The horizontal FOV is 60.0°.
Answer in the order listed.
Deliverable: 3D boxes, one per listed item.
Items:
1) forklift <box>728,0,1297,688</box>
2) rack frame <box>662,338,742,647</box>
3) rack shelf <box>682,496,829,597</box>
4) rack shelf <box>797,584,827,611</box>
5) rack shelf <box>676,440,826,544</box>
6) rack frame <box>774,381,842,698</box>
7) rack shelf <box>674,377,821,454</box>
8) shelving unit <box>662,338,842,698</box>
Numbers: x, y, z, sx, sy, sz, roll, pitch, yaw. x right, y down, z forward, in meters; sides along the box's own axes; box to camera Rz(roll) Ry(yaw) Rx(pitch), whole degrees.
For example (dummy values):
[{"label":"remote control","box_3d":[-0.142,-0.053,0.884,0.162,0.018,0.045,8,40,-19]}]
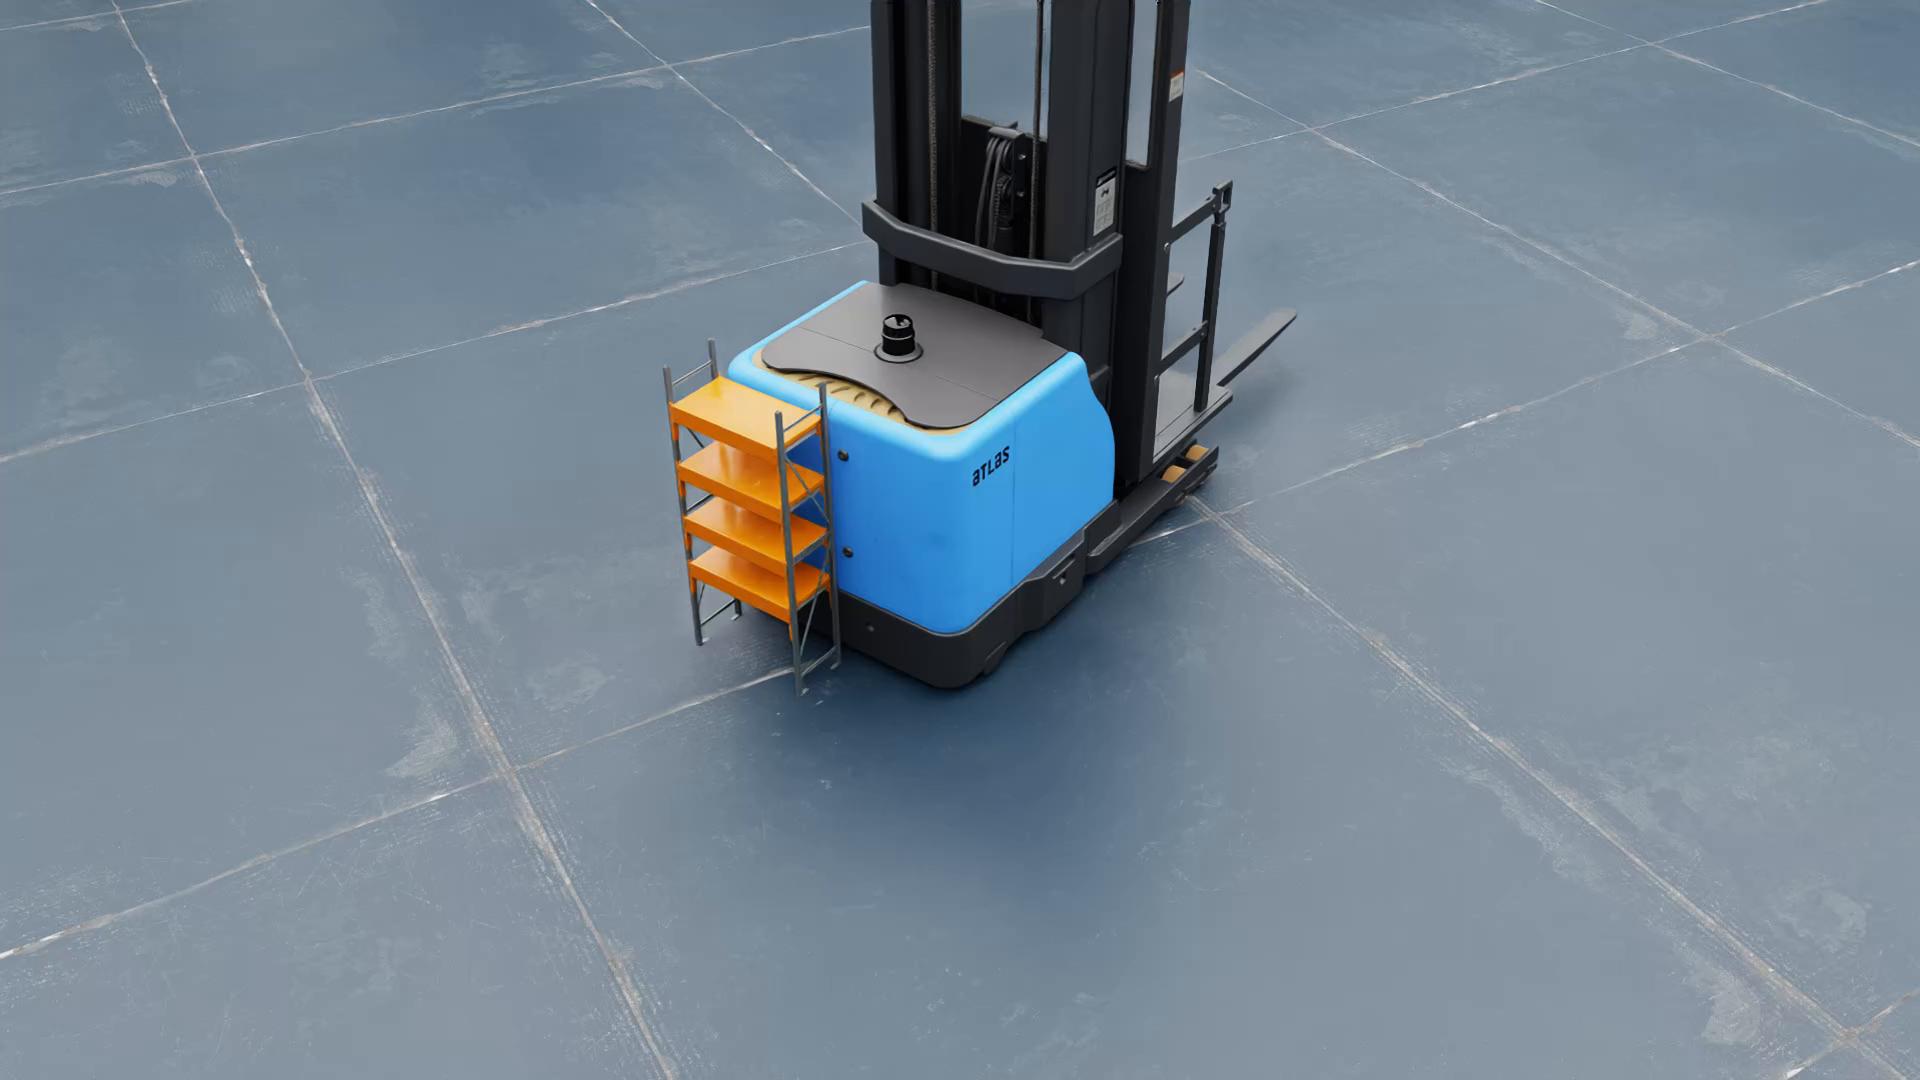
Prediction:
[{"label":"forklift","box_3d":[0.440,-1.479,6.290,1.130,2.935,3.031,23,42,28]},{"label":"rack frame","box_3d":[-0.908,-0.144,5.929,0.015,1.200,0.240,23,42,28]},{"label":"rack shelf","box_3d":[-0.710,-0.005,5.854,0.480,0.148,0.258,23,42,28]},{"label":"rack shelf","box_3d":[-0.710,0.132,5.954,0.442,0.029,0.199,23,42,28]},{"label":"rack shelf","box_3d":[-0.711,-0.186,5.722,0.480,0.148,0.258,23,42,28]},{"label":"rack frame","box_3d":[-0.512,0.024,5.699,0.015,1.200,0.240,23,42,28]},{"label":"rack shelf","box_3d":[-0.711,-0.408,5.559,0.457,0.050,0.221,23,42,28]},{"label":"shelving unit","box_3d":[-0.710,-0.060,5.814,0.503,1.200,0.258,23,42,28]}]
